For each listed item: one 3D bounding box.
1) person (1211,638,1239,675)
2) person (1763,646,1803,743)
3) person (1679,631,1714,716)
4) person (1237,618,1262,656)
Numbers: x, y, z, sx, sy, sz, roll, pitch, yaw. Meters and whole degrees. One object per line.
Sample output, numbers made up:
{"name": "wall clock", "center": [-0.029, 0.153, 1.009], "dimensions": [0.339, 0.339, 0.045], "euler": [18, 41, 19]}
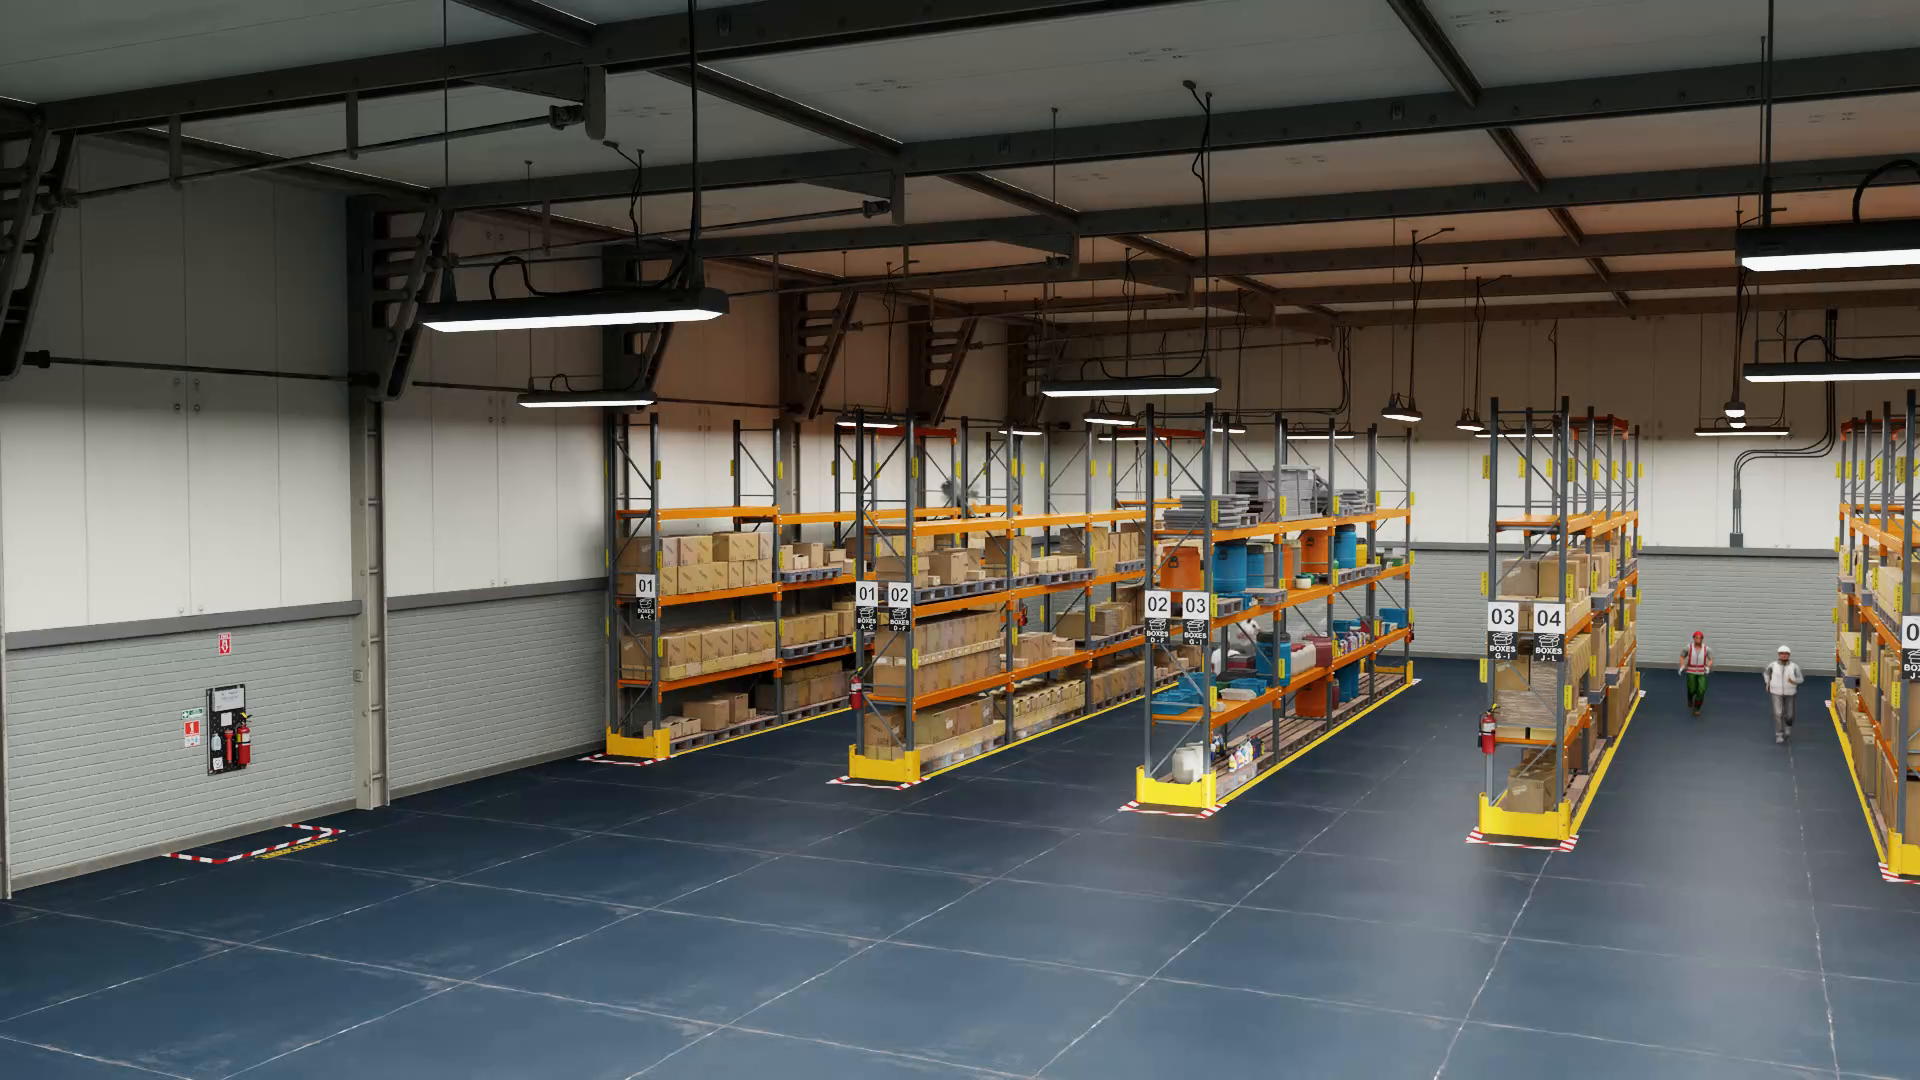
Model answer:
{"name": "person", "center": [5.247, 2.764, 32.824], "dimensions": [0.691, 1.734, 0.632], "euler": [1, 3, 23]}
{"name": "person", "center": [15.140, 2.824, 30.589], "dimensions": [0.665, 1.750, 0.940], "euler": [1, 3, 25]}
{"name": "person", "center": [14.999, 2.712, 33.866], "dimensions": [0.663, 1.726, 0.633], "euler": [1, 3, 20]}
{"name": "person", "center": [6.947, 2.517, 39.933], "dimensions": [0.618, 1.681, 0.753], "euler": [0, 2, 1]}
